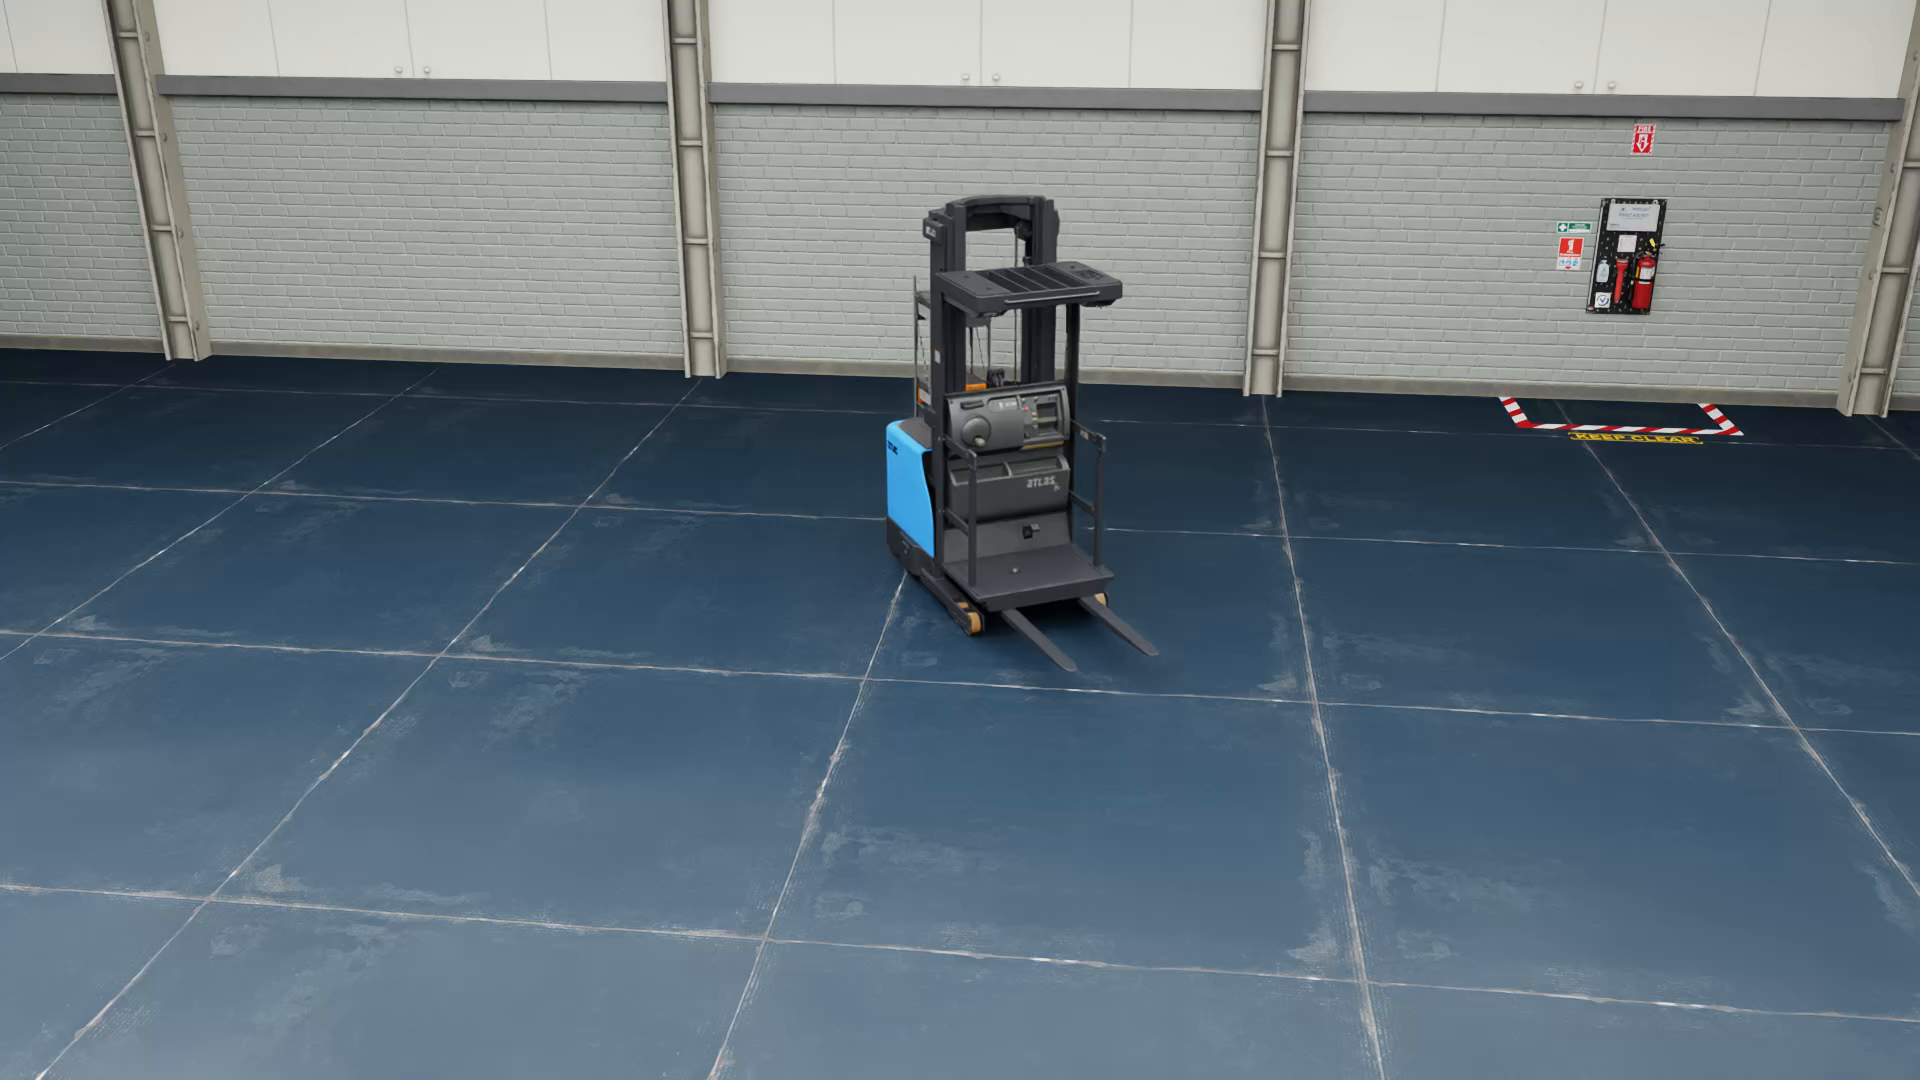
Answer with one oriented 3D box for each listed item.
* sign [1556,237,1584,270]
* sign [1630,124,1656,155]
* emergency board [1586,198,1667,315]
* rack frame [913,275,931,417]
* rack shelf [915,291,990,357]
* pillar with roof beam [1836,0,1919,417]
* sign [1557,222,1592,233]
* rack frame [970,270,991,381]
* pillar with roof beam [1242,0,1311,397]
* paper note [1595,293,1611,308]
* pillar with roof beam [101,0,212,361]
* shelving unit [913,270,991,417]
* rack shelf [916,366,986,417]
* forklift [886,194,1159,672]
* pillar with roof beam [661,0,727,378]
[{"bbox_3d":[6.156,-2.891,16.782,0.234,0.329,0.001,2,22,6],"label":"sign"},{"bbox_3d":[6.697,-3.927,16.300,0.199,0.298,0.001,2,22,6],"label":"sign"},{"bbox_3d":[6.693,-2.812,16.633,0.643,1.169,0.194,2,22,6],"label":"emergency board"},{"bbox_3d":[-0.289,-1.065,13.437,0.015,2.100,0.400,-9,23,-21],"label":"rack frame"},{"bbox_3d":[-0.064,-1.737,13.271,0.480,0.518,0.431,-9,23,-21],"label":"rack shelf"},{"bbox_3d":[8.636,-3.910,11.249,0.400,9.000,9.100,2,22,6],"label":"pillar with roof beam"},{"bbox_3d":[6.159,-3.134,16.676,0.331,0.109,0.001,2,22,6],"label":"sign"},{"bbox_3d":[0.161,-1.134,13.611,0.015,2.100,0.400,-9,23,-21],"label":"rack frame"},{"bbox_3d":[2.678,-4.169,11.906,0.400,9.000,9.100,2,22,6],"label":"pillar with roof beam"},{"bbox_3d":[6.525,-2.436,16.878,0.142,0.148,0.016,2,22,6],"label":"paper note"},{"bbox_3d":[-9.239,-4.688,13.219,0.400,9.000,9.100,2,22,6],"label":"pillar with roof beam"},{"bbox_3d":[-0.064,-1.099,13.524,0.503,2.100,0.431,-9,23,-21],"label":"shelving unit"},{"bbox_3d":[-0.064,-1.086,13.529,0.480,0.518,0.431,-9,23,-21],"label":"rack shelf"},{"bbox_3d":[0.440,-0.862,11.792,1.130,2.935,3.031,-9,23,-21],"label":"forklift"},{"bbox_3d":[-3.281,-4.429,12.562,0.400,9.000,9.100,2,22,6],"label":"pillar with roof beam"}]
